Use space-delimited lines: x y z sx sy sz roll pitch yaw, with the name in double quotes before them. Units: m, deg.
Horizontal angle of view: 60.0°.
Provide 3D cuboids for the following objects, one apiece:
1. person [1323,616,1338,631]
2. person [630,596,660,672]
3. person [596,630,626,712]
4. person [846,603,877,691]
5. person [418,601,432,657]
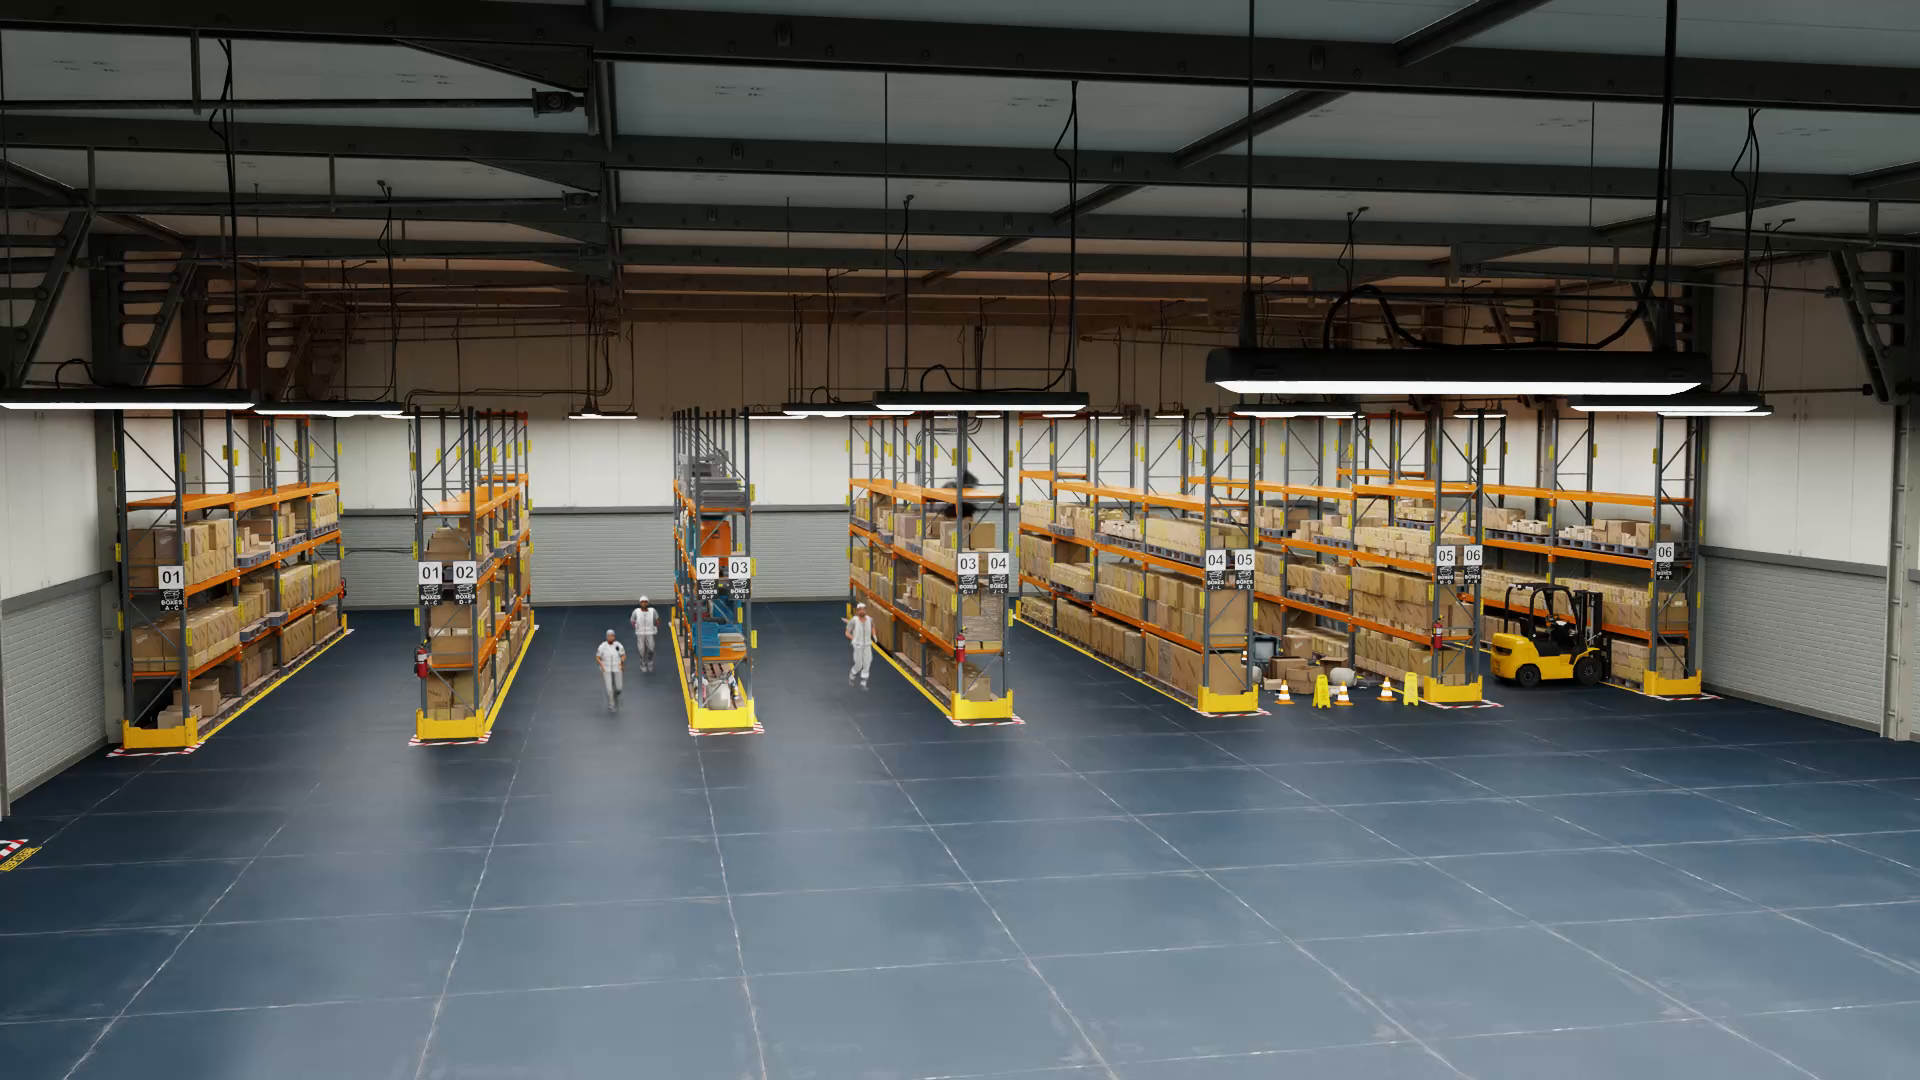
"person" 9.843 1.759 43.969 0.618 1.663 0.596 -1 4 -14
"person" -7.145 2.152 37.770 0.666 1.739 0.608 -1 4 -13
"person" -6.881 2.579 32.832 0.586 1.621 0.543 -1 4 -17
"person" -1.995 2.160 33.797 0.661 1.771 0.722 -2 4 -23
"person" -12.846 1.970 40.472 0.691 1.763 0.799 -1 4 -11
